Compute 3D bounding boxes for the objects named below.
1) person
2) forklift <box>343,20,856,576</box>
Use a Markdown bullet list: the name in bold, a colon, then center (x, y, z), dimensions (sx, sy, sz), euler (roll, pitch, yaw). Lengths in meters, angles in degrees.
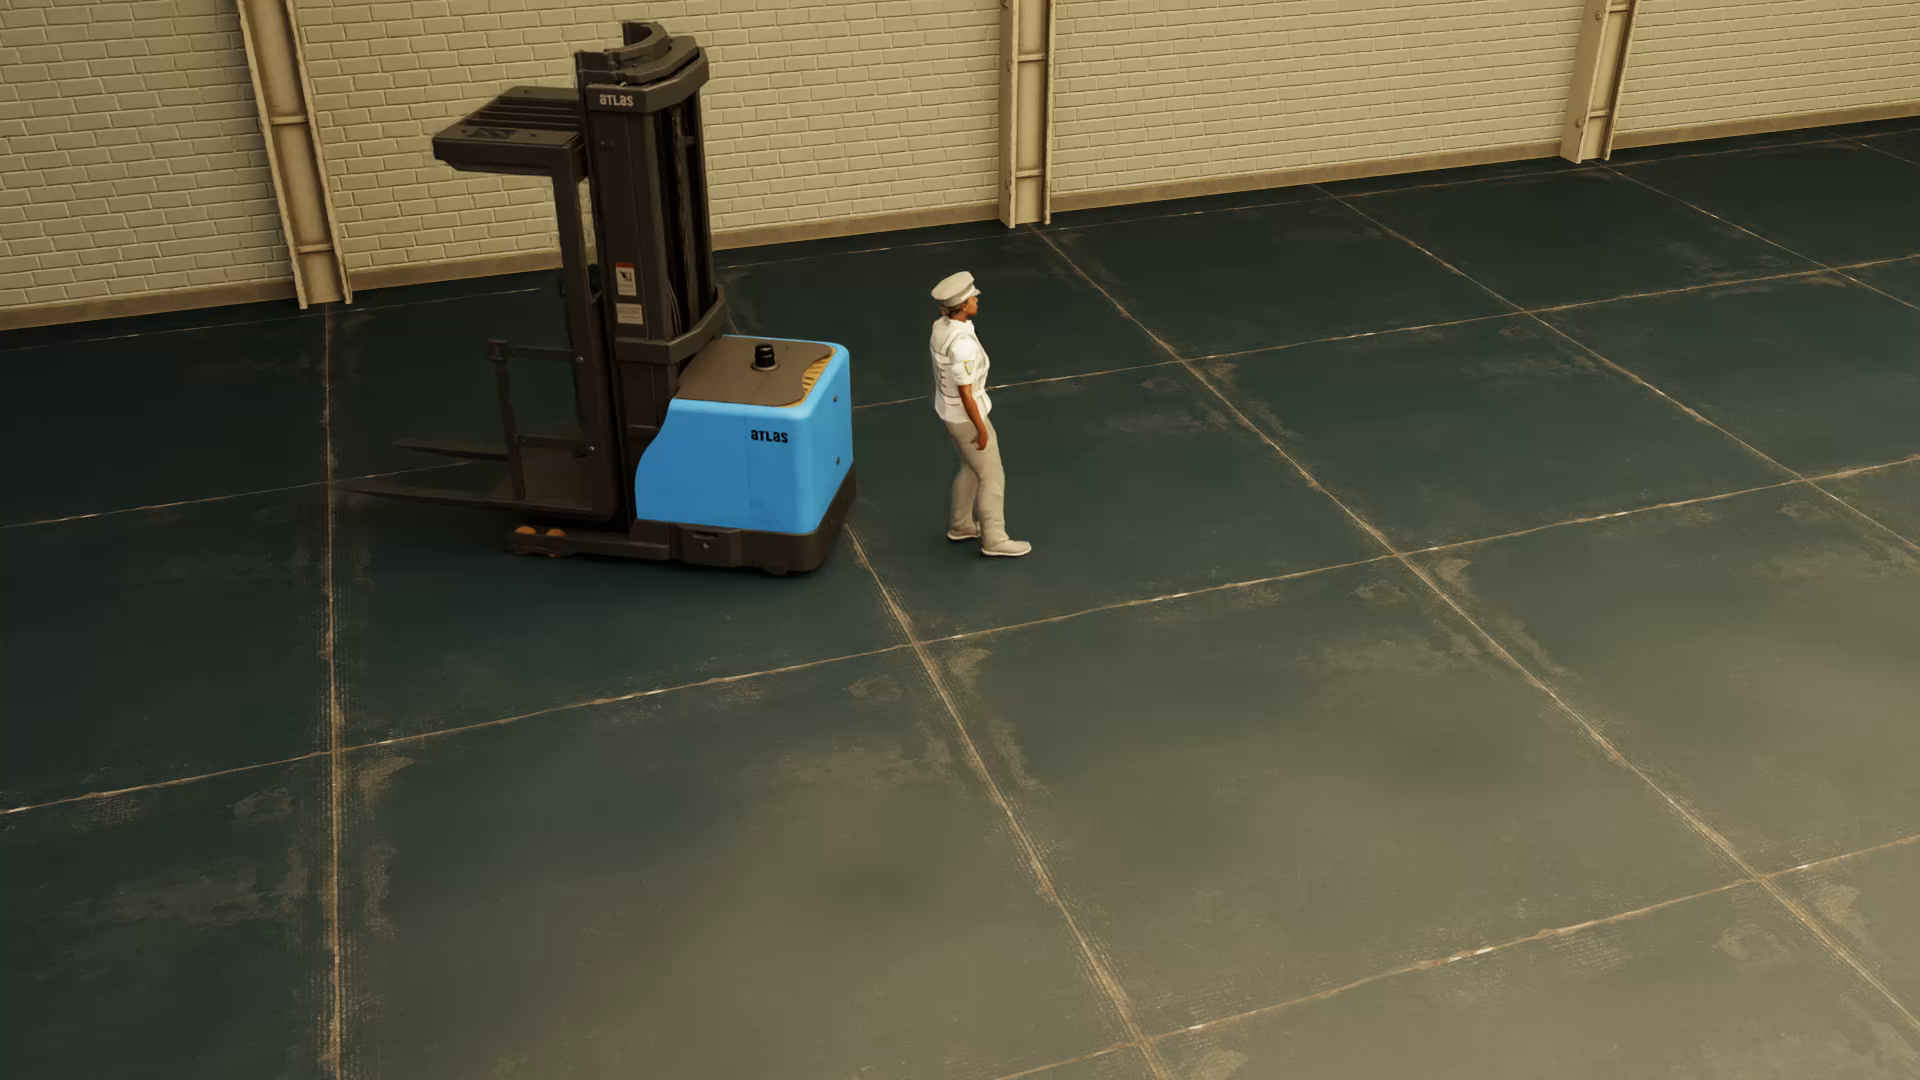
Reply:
- **person**: center (0.105, -0.741, 9.646), dimensions (0.528, 1.685, 0.593), euler (-8, 31, -14)
- **forklift**: center (-2.215, -1.417, 9.549), dimensions (3.031, 2.935, 1.130), euler (5, 30, 9)
